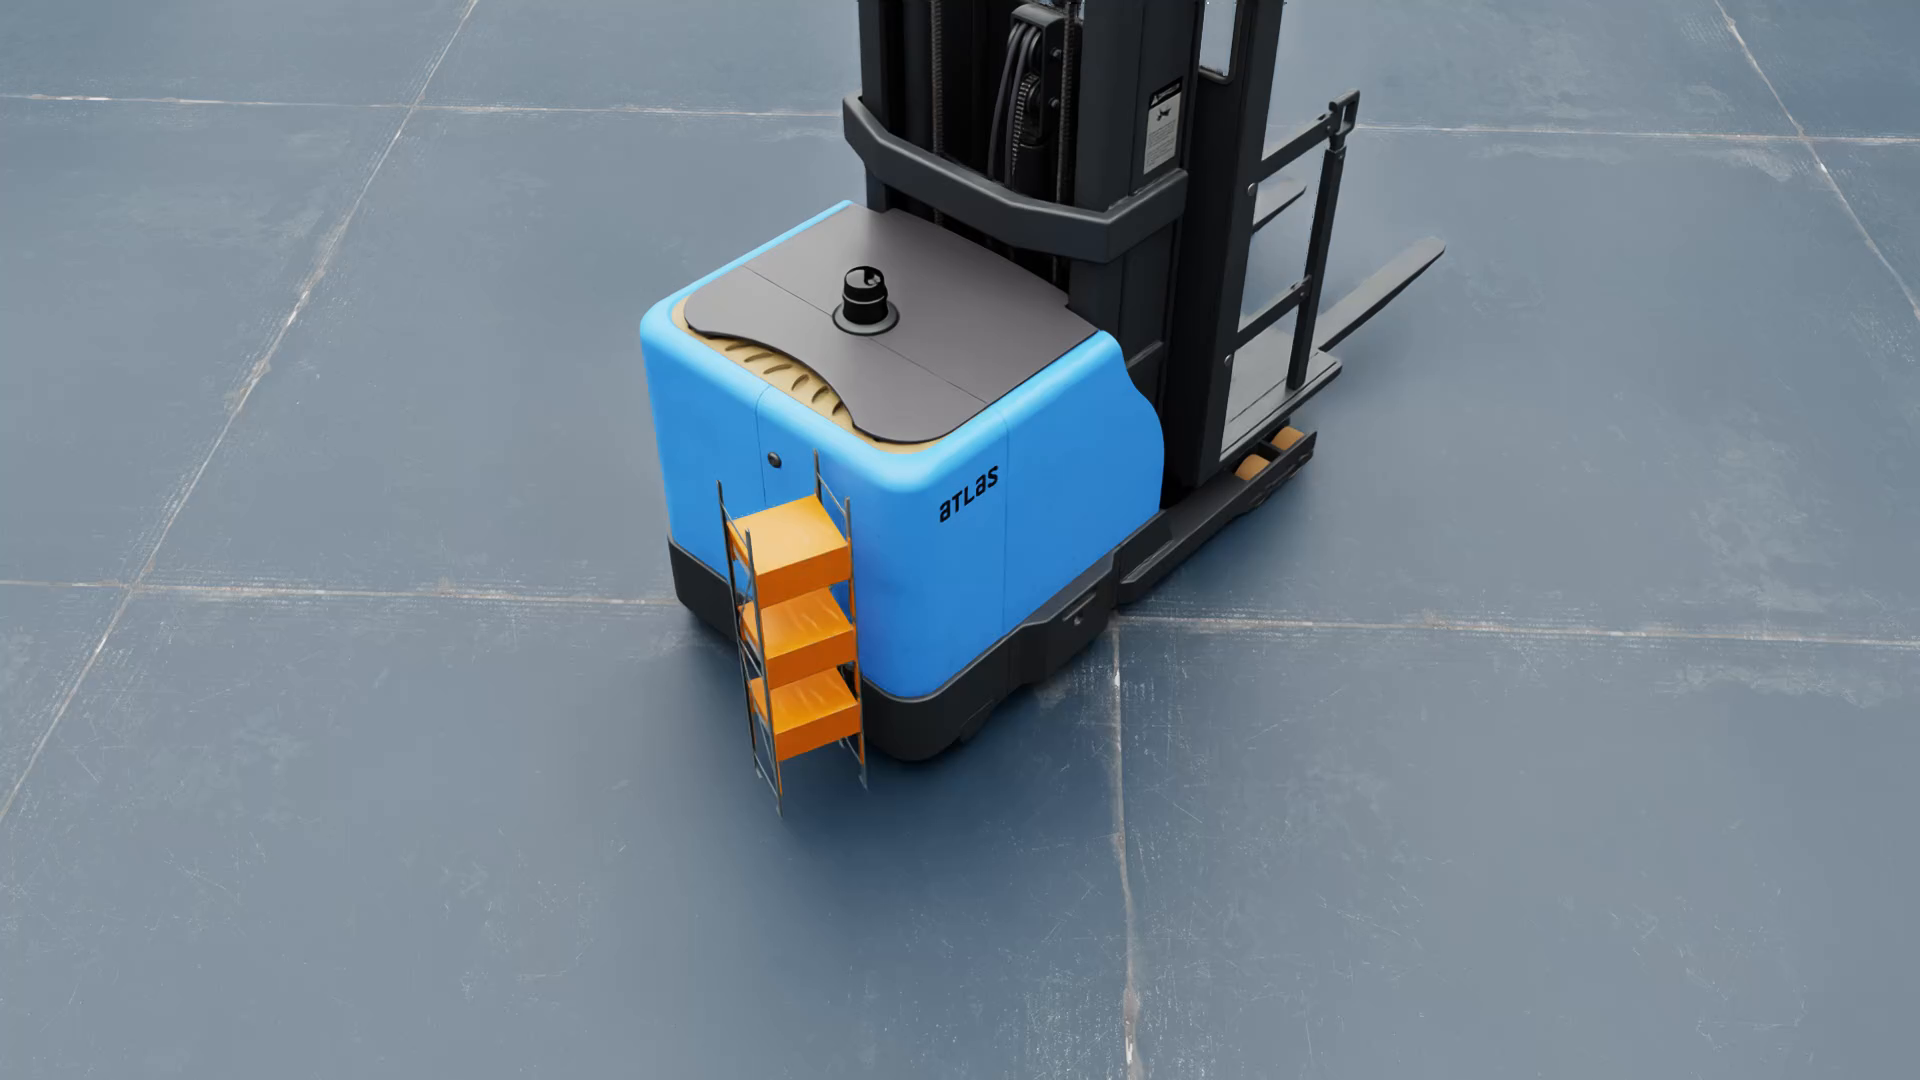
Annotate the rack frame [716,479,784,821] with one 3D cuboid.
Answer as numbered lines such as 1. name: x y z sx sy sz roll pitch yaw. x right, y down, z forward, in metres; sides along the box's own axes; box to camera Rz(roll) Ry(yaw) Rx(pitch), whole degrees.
1. rack frame: -0.519 0.304 4.154 0.008 1.050 0.200 -19 46 -19

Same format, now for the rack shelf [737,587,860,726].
1. rack shelf: -0.410 0.274 4.201 0.240 0.259 0.215 -19 46 -19

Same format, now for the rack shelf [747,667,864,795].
1. rack shelf: -0.410 0.478 4.390 0.240 0.259 0.215 -19 46 -19

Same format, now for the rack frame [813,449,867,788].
1. rack frame: -0.301 0.229 4.234 0.008 1.050 0.200 -19 46 -19

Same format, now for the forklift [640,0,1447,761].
1. forklift: 0.515 -1.393 4.595 1.130 2.935 3.031 32 52 30

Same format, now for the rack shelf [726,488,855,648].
1. rack shelf: -0.410 0.067 4.007 0.240 0.259 0.215 -19 46 -19

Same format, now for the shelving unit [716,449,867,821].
1. shelving unit: -0.410 0.267 4.194 0.252 1.050 0.215 -19 46 -19
